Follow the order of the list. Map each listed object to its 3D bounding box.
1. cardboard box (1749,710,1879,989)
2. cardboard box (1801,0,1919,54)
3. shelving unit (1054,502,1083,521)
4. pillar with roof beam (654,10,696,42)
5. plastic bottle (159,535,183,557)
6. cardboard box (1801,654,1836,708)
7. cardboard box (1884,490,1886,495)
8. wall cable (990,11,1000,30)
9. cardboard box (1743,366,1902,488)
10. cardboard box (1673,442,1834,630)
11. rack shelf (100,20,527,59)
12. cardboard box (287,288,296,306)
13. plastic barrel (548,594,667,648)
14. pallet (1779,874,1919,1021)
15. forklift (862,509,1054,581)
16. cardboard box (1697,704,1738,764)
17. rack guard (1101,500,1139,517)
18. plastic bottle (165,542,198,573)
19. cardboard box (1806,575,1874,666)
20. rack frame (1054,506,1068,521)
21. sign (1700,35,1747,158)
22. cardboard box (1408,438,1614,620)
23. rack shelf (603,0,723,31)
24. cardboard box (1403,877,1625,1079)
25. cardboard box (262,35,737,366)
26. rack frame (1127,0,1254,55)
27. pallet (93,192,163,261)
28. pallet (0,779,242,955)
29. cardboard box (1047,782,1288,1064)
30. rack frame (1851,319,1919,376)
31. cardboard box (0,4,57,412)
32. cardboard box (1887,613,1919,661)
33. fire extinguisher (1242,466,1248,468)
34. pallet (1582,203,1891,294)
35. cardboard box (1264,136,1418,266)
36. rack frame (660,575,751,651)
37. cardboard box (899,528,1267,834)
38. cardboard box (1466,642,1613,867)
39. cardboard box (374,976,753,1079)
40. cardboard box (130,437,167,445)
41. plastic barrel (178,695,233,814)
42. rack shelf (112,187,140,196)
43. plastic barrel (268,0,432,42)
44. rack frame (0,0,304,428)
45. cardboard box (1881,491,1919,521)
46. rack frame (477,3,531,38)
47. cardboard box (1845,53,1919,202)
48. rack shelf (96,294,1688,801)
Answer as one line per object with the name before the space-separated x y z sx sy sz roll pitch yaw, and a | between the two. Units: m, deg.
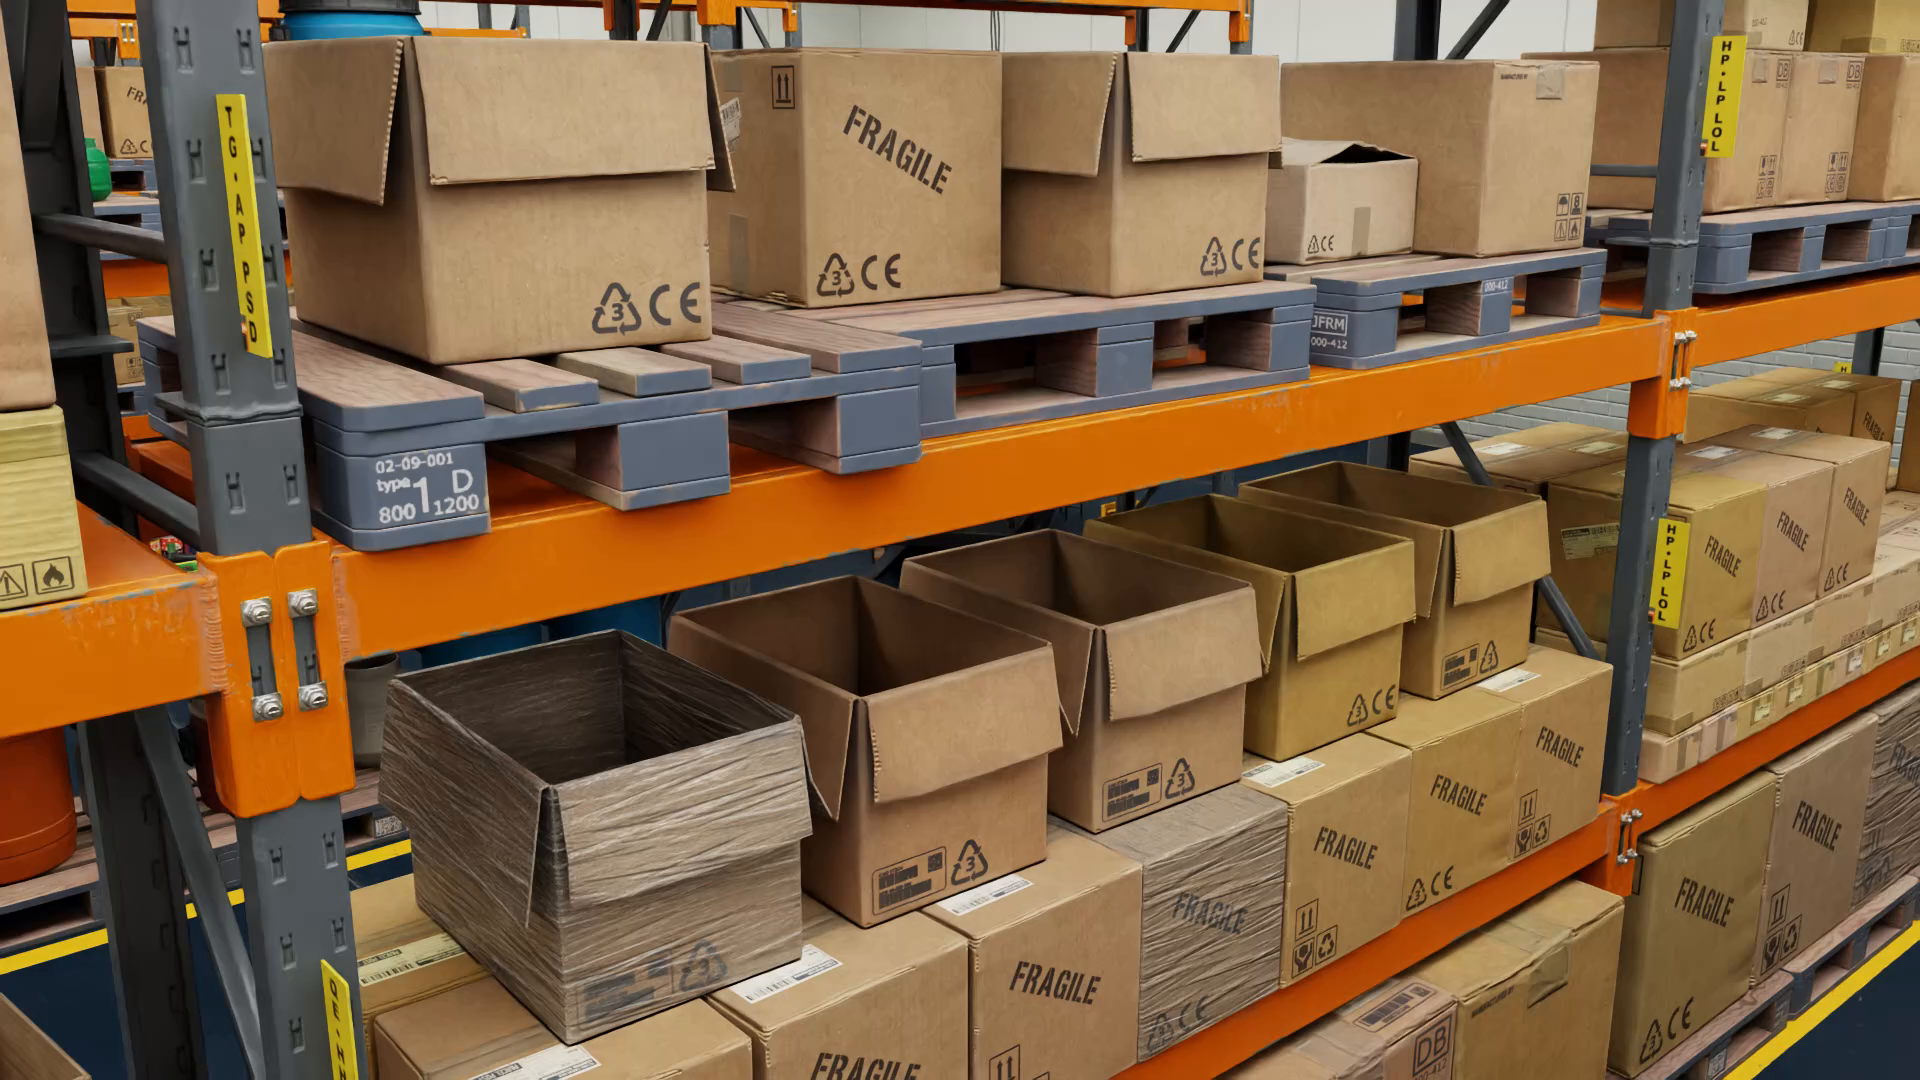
cardboard box | 2.982 1.092 6.652 0.875 0.875 0.875 -13 19 -39
cardboard box | 3.239 -1.931 6.200 0.500 0.250 0.500 -13 20 -41
shelving unit | 0.872 -0.634 13.878 0.258 0.900 0.210 13 20 40
pillar with roof beam | -0.690 -5.739 17.299 0.400 9.000 9.100 -13 19 -39
plastic bottle | -3.704 0.004 7.806 0.097 0.201 0.097 0 15 0
cardboard box | 2.980 0.476 6.143 0.250 0.149 0.380 -13 20 -40
cardboard box | 3.843 -0.114 7.577 0.500 0.250 0.500 -13 20 -40
wall cable | 1.292 -7.253 19.198 0.112 2.526 3.097 -13 19 -39
cardboard box | 3.853 -0.480 7.497 0.500 0.500 0.500 -13 20 -41
cardboard box | 2.658 -0.030 5.809 0.500 0.500 0.500 -13 19 -39
rack shelf | -6.494 -5.072 16.970 4.000 0.370 1.077 -13 19 -39
cardboard box | -5.252 -1.626 12.519 0.700 0.500 0.500 8 17 28
plastic barrel | -1.921 0.453 8.995 0.708 0.901 0.600 -13 19 -39
pallet | 3.298 1.543 7.064 1.213 0.211 1.003 -13 19 -39
forklift | -0.043 -1.252 12.259 1.130 2.935 3.031 3 15 12
cardboard box | 2.392 0.609 5.645 0.250 0.149 0.380 -14 20 -41
rack guard | 1.528 0.076 11.995 0.348 0.500 1.175 -13 19 -39
plastic bottle | -3.324 0.145 7.120 0.133 0.283 0.061 -13 19 -39
cardboard box | 3.044 0.245 6.234 0.500 0.250 0.500 -12 19 -38
rack frame | 0.804 -0.614 13.805 0.240 0.900 0.006 13 20 40
sign | 2.116 -1.230 4.617 0.005 0.325 0.100 -13 19 -39
cardboard box | 1.923 -0.046 5.872 0.500 0.500 0.500 -12 19 -38
rack shelf | -3.008 -2.466 7.213 4.000 0.370 1.077 -13 19 -39
cardboard box | 1.283 1.453 5.301 0.875 0.875 1.225 -13 19 -39
cardboard box | -0.852 -0.624 2.949 0.637 0.503 0.797 -11 19 -36
rack frame | 1.518 -4.023 10.874 0.127 3.000 1.000 -13 19 -39
pallet | -3.875 -1.238 6.625 1.213 0.211 1.003 -13 19 -39
pallet | -3.949 1.436 7.464 1.213 0.211 1.003 -13 19 -39
cardboard box | 0.430 0.858 4.033 0.500 0.500 0.500 -13 19 -39
rack frame | 4.770 -0.160 8.038 0.127 3.000 1.000 -13 19 -39
cardboard box | -1.461 -0.415 2.015 0.500 0.500 0.500 -12 19 -38
cardboard box | 3.564 0.344 6.635 0.250 0.149 0.380 -12 19 -38
fire extinguisher | 1.931 -0.844 11.470 0.183 0.674 0.296 -13 19 -39
pallet | 2.376 -1.026 5.637 1.213 0.211 1.003 -13 19 -39
cardboard box | 0.866 -0.923 4.441 0.500 0.311 0.500 -14 20 -41
rack frame | -1.499 -0.447 9.111 0.127 3.000 1.000 -13 19 -39
cardboard box | 0.292 0.316 4.115 0.637 0.503 0.797 -12 19 -38
cardboard box | 1.579 0.601 4.993 0.500 0.500 0.500 -13 19 -39
cardboard box | -0.720 1.117 3.061 0.500 0.500 0.500 -12 19 -38
cardboard box | -6.027 -0.575 12.129 0.500 0.250 0.500 -13 19 -39
plastic barrel | -3.307 0.915 7.870 0.708 0.588 0.600 -13 19 -39
rack shelf | -6.257 -2.175 11.161 4.000 0.370 1.077 -13 19 -39
plastic barrel | -2.686 -2.022 7.411 0.708 0.901 0.600 -13 19 -39
rack frame | -1.265 -1.704 2.190 0.127 3.000 1.000 -13 19 -39
cardboard box | 4.195 -0.012 7.197 0.500 0.250 0.500 -13 20 -40
rack frame | -4.985 -5.952 18.094 0.127 3.000 1.000 -13 19 -39
cardboard box | 3.199 -1.527 6.140 0.500 0.500 0.700 -12 19 -37
rack shelf | 0.243 -0.246 3.938 4.000 0.370 1.077 -13 19 -39
